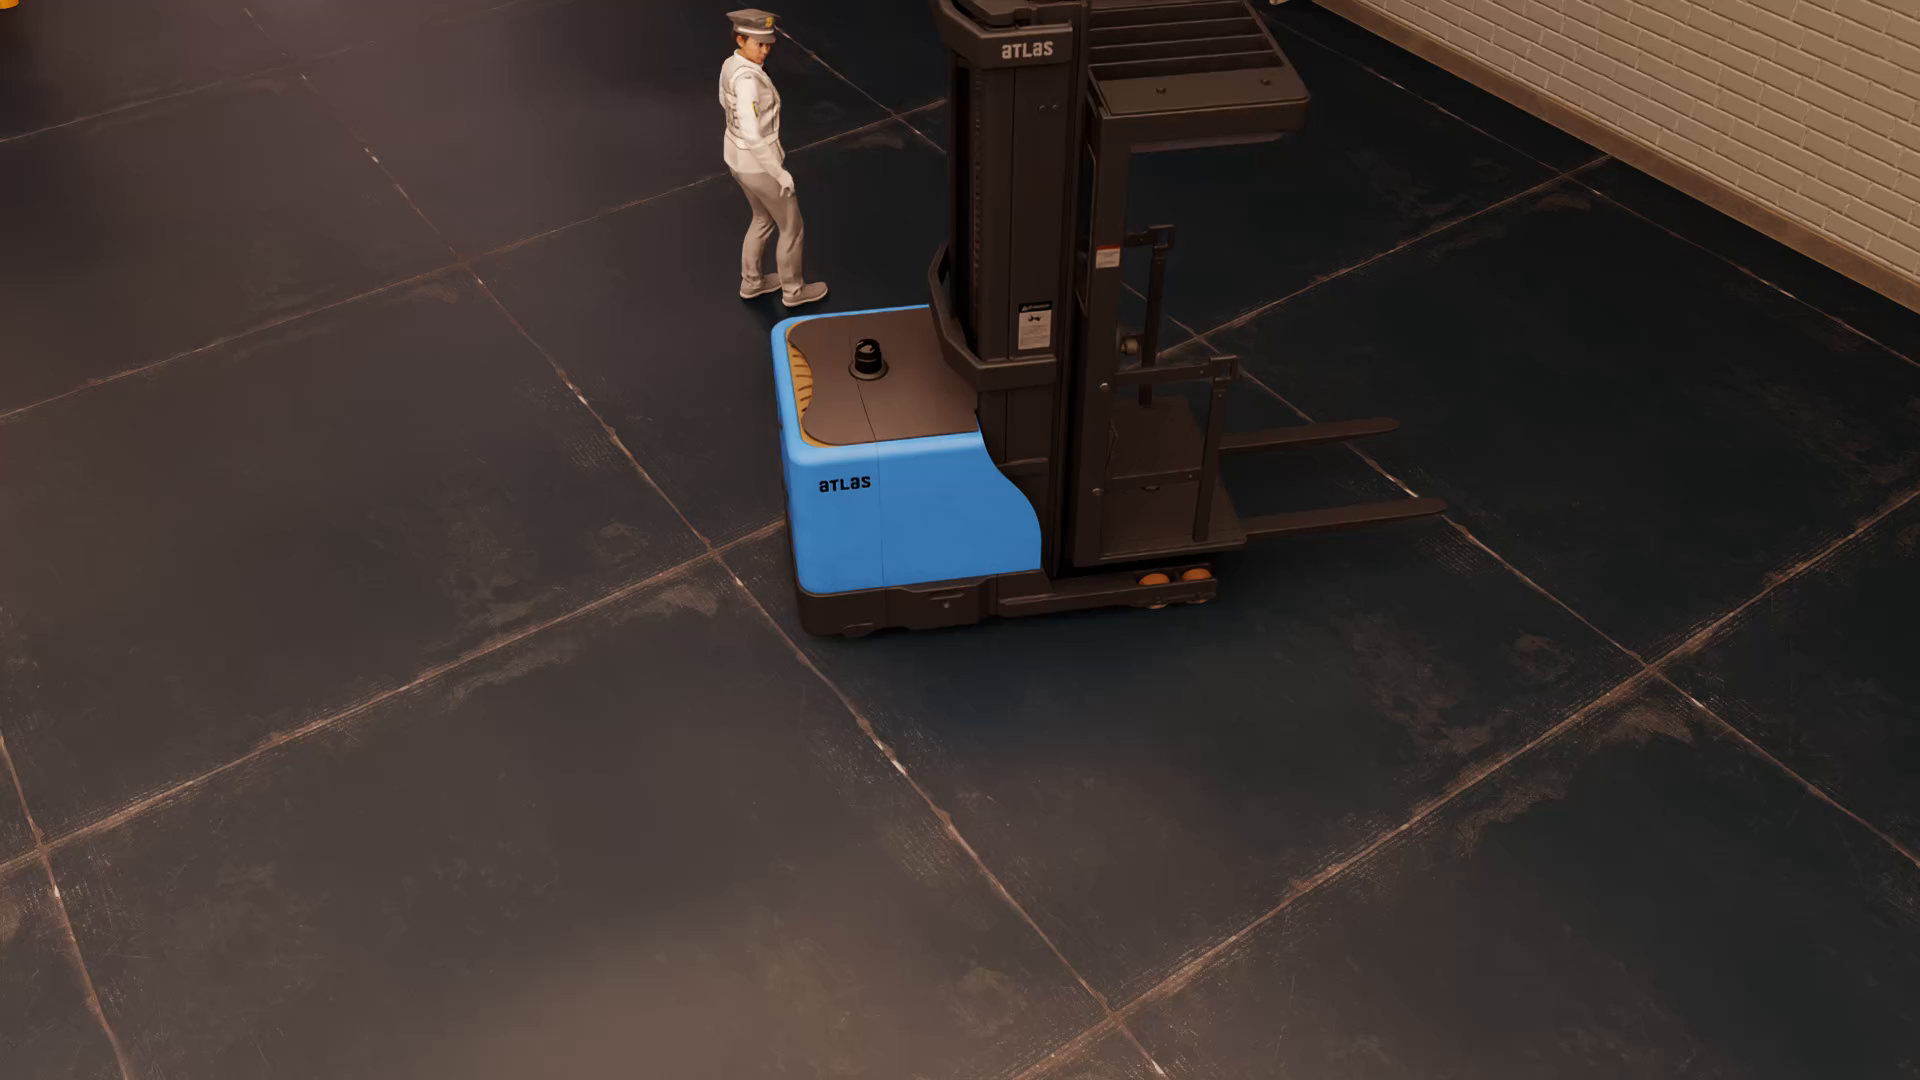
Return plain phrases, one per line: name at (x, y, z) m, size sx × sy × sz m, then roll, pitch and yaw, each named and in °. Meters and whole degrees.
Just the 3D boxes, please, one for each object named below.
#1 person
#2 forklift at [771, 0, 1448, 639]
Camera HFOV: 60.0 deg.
person at (-1.021, -2.026, 8.861) m, size 0.468 × 1.654 × 0.691 m, roll -20°, pitch 46°, yaw -20°
forklift at (0.715, -1.115, 6.925) m, size 3.031 × 2.935 × 1.130 m, roll -6°, pitch 43°, yaw -7°
